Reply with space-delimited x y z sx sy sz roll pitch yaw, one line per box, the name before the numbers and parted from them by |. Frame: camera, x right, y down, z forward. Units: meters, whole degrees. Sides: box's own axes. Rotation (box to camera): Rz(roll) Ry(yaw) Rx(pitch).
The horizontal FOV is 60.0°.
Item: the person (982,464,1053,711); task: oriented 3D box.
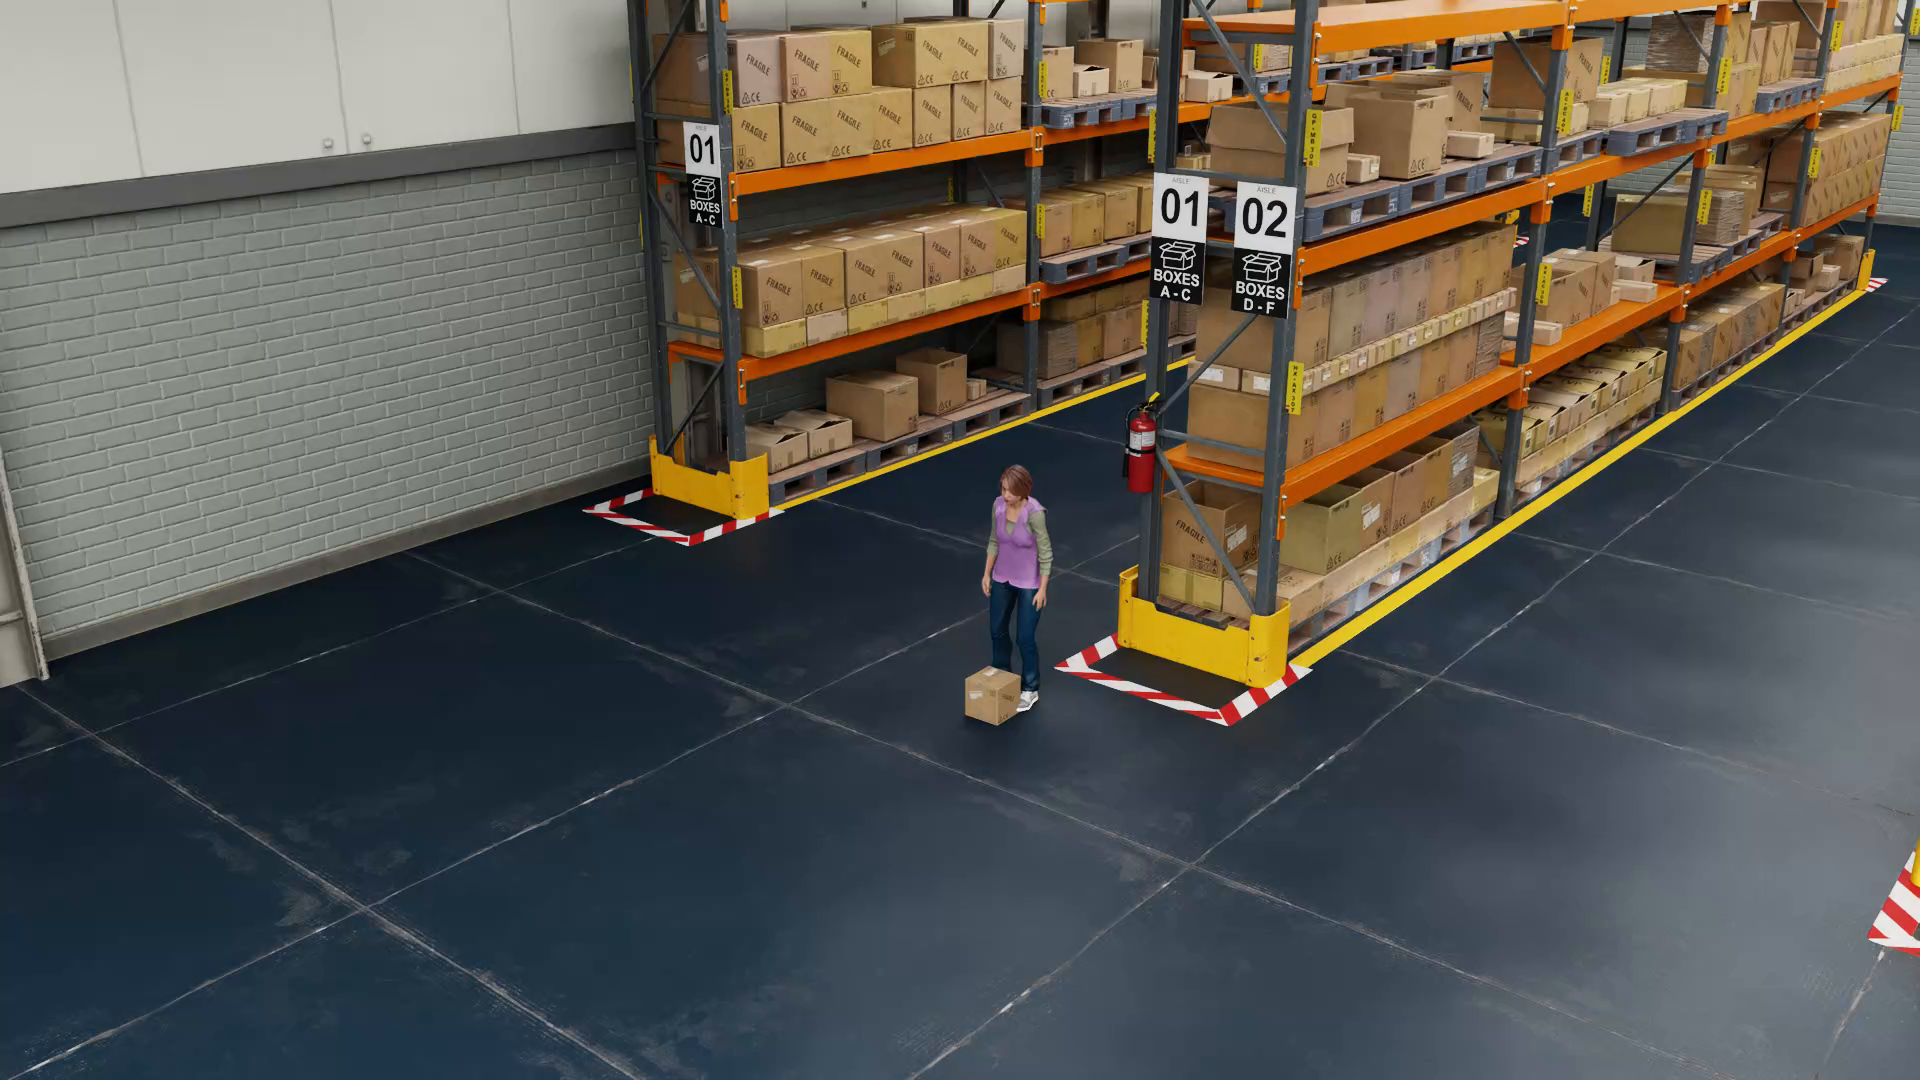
person | 0.353 0.279 10.346 0.483 1.594 0.341 15 25 34
